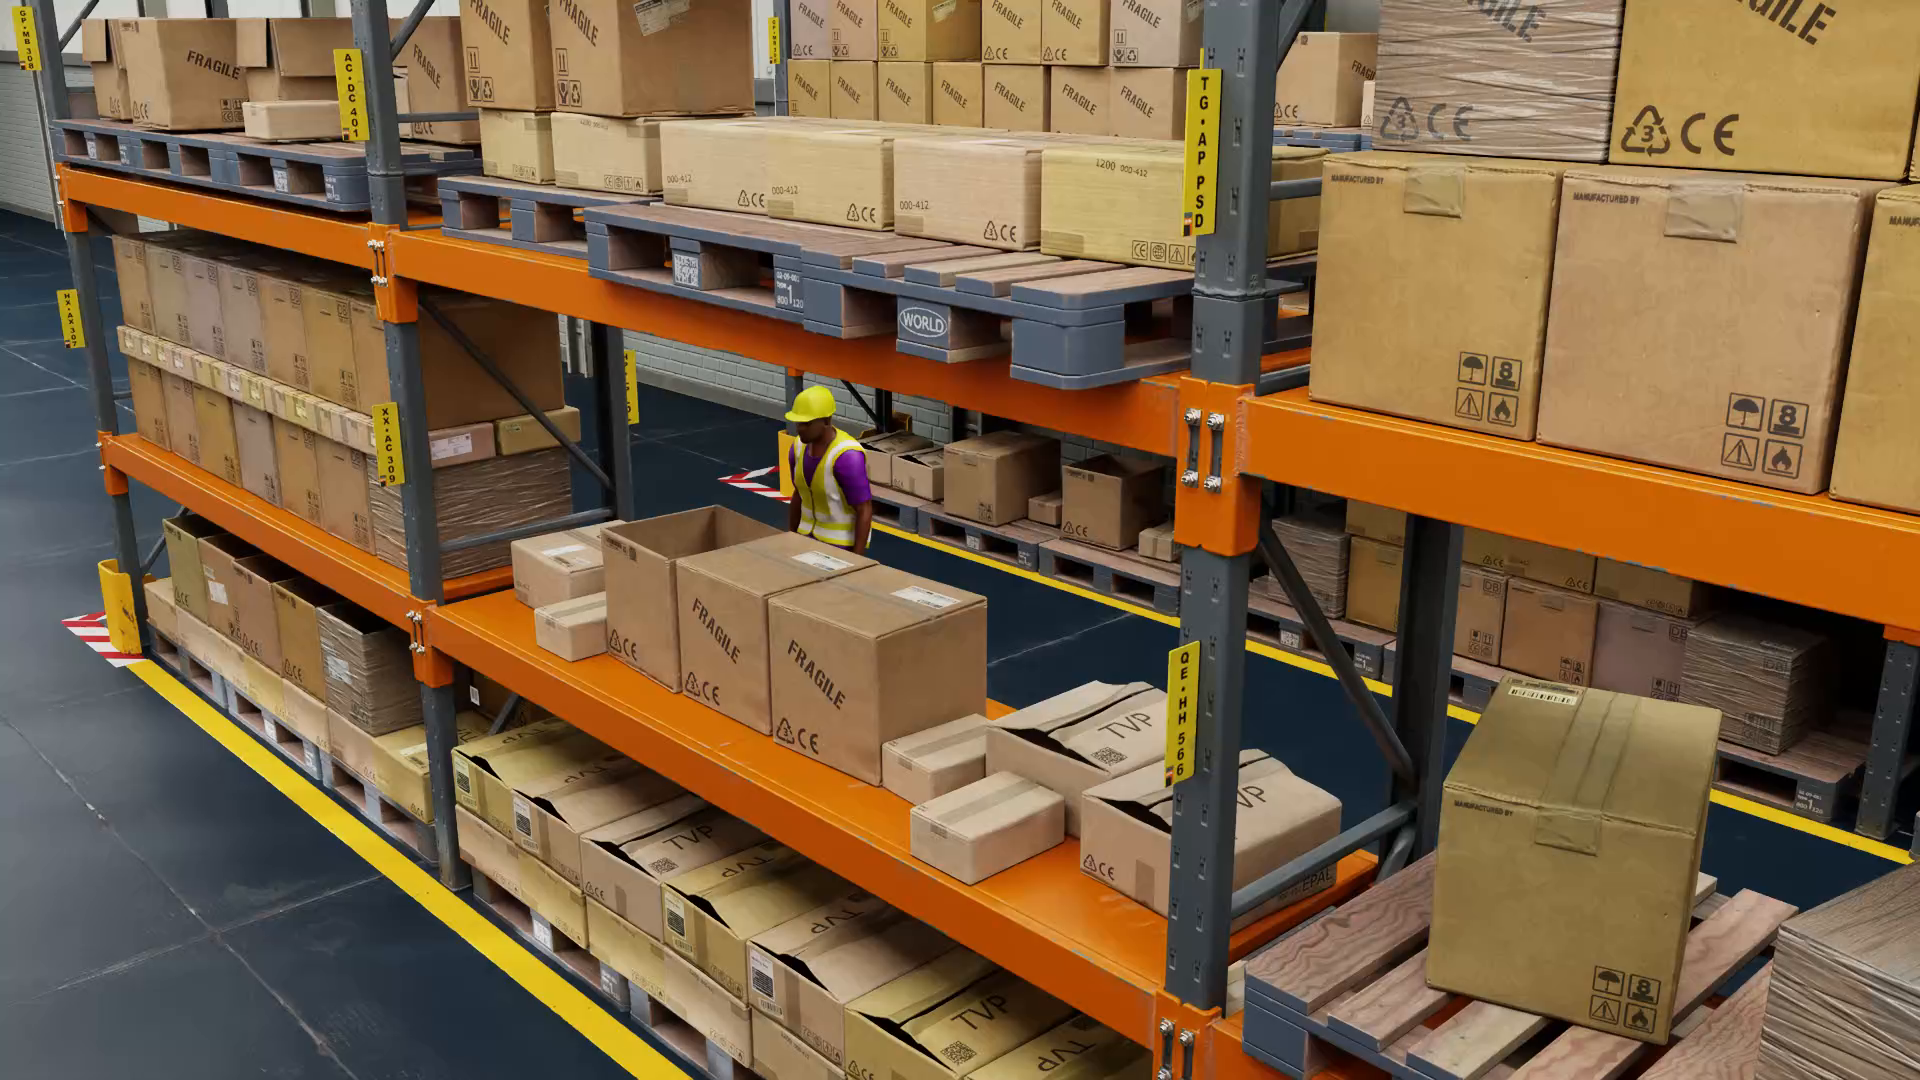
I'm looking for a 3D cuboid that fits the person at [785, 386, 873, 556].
[{"bbox_3d":[-0.729,0.026,8.933,0.461,1.760,0.626,-16,23,-41],"label":"person"}]
